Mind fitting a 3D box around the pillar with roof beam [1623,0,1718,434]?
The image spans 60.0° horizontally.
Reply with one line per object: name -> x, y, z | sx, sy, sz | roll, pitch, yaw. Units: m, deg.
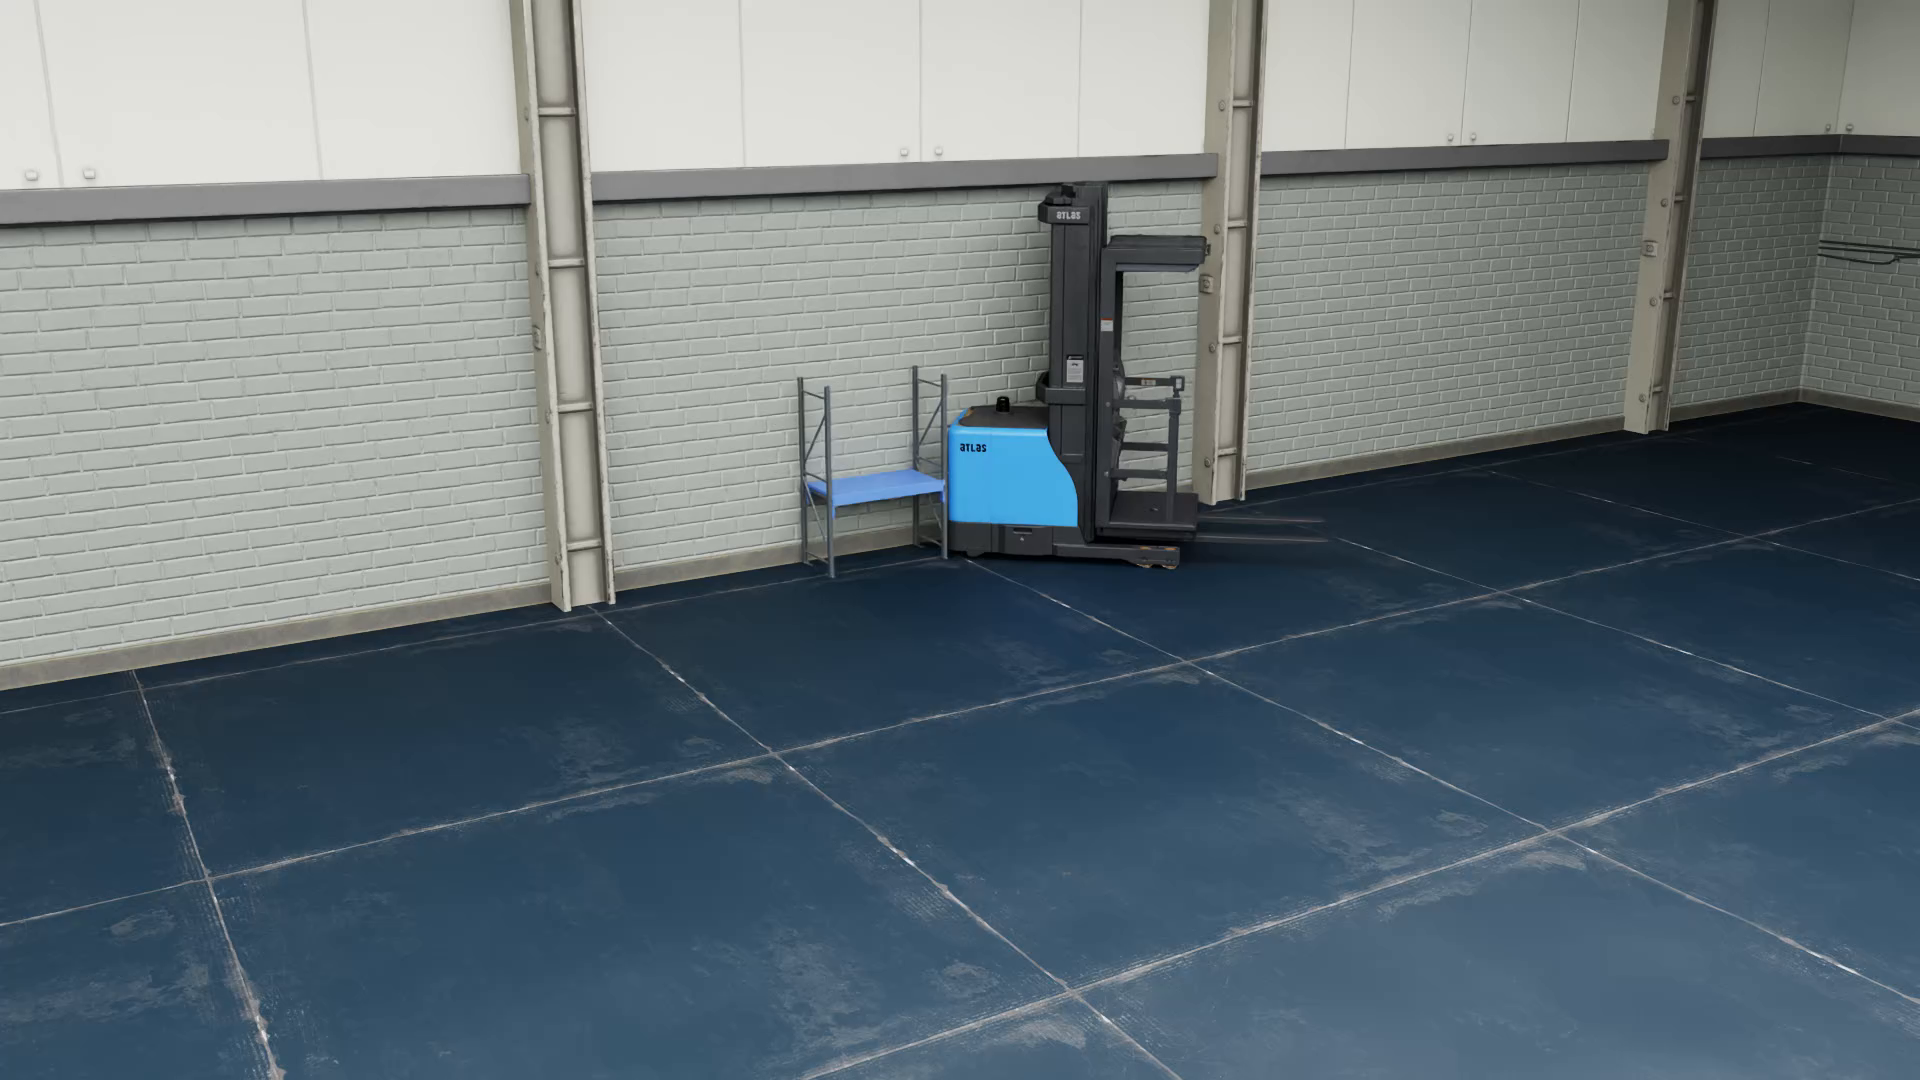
pillar with roof beam -> 9.723, -4.548, 13.461 | 0.400, 9.000, 9.100 | -9, 18, -30

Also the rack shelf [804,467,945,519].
rack shelf -> -0.679, -0.381, 13.158 | 1.000, 0.185, 0.538 | -9, 18, -30

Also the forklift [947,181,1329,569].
forklift -> 1.452, -1.336, 13.247 | 3.031, 2.935, 1.130 | 2, 16, 8

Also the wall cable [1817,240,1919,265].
wall cable -> 10.712, -4.152, 17.802 | 0.112, 2.526, 3.097 | -9, 18, -30

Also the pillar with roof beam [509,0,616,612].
pillar with roof beam -> -0.563, -2.879, 7.510 | 0.400, 9.000, 9.100 | -9, 18, -30

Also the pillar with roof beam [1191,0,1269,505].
pillar with roof beam -> 4.580, -3.713, 10.485 | 0.400, 9.000, 9.100 | -9, 18, -30

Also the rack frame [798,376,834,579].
rack frame -> -1.114, -0.484, 12.858 | 0.032, 1.500, 0.500 | -9, 18, -30

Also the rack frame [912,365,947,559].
rack frame -> -0.243, -0.625, 13.362 | 0.032, 1.500, 0.500 | -9, 18, -30

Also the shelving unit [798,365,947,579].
shelving unit -> -0.679, -0.555, 13.110 | 1.048, 1.500, 0.538 | -9, 18, -30
